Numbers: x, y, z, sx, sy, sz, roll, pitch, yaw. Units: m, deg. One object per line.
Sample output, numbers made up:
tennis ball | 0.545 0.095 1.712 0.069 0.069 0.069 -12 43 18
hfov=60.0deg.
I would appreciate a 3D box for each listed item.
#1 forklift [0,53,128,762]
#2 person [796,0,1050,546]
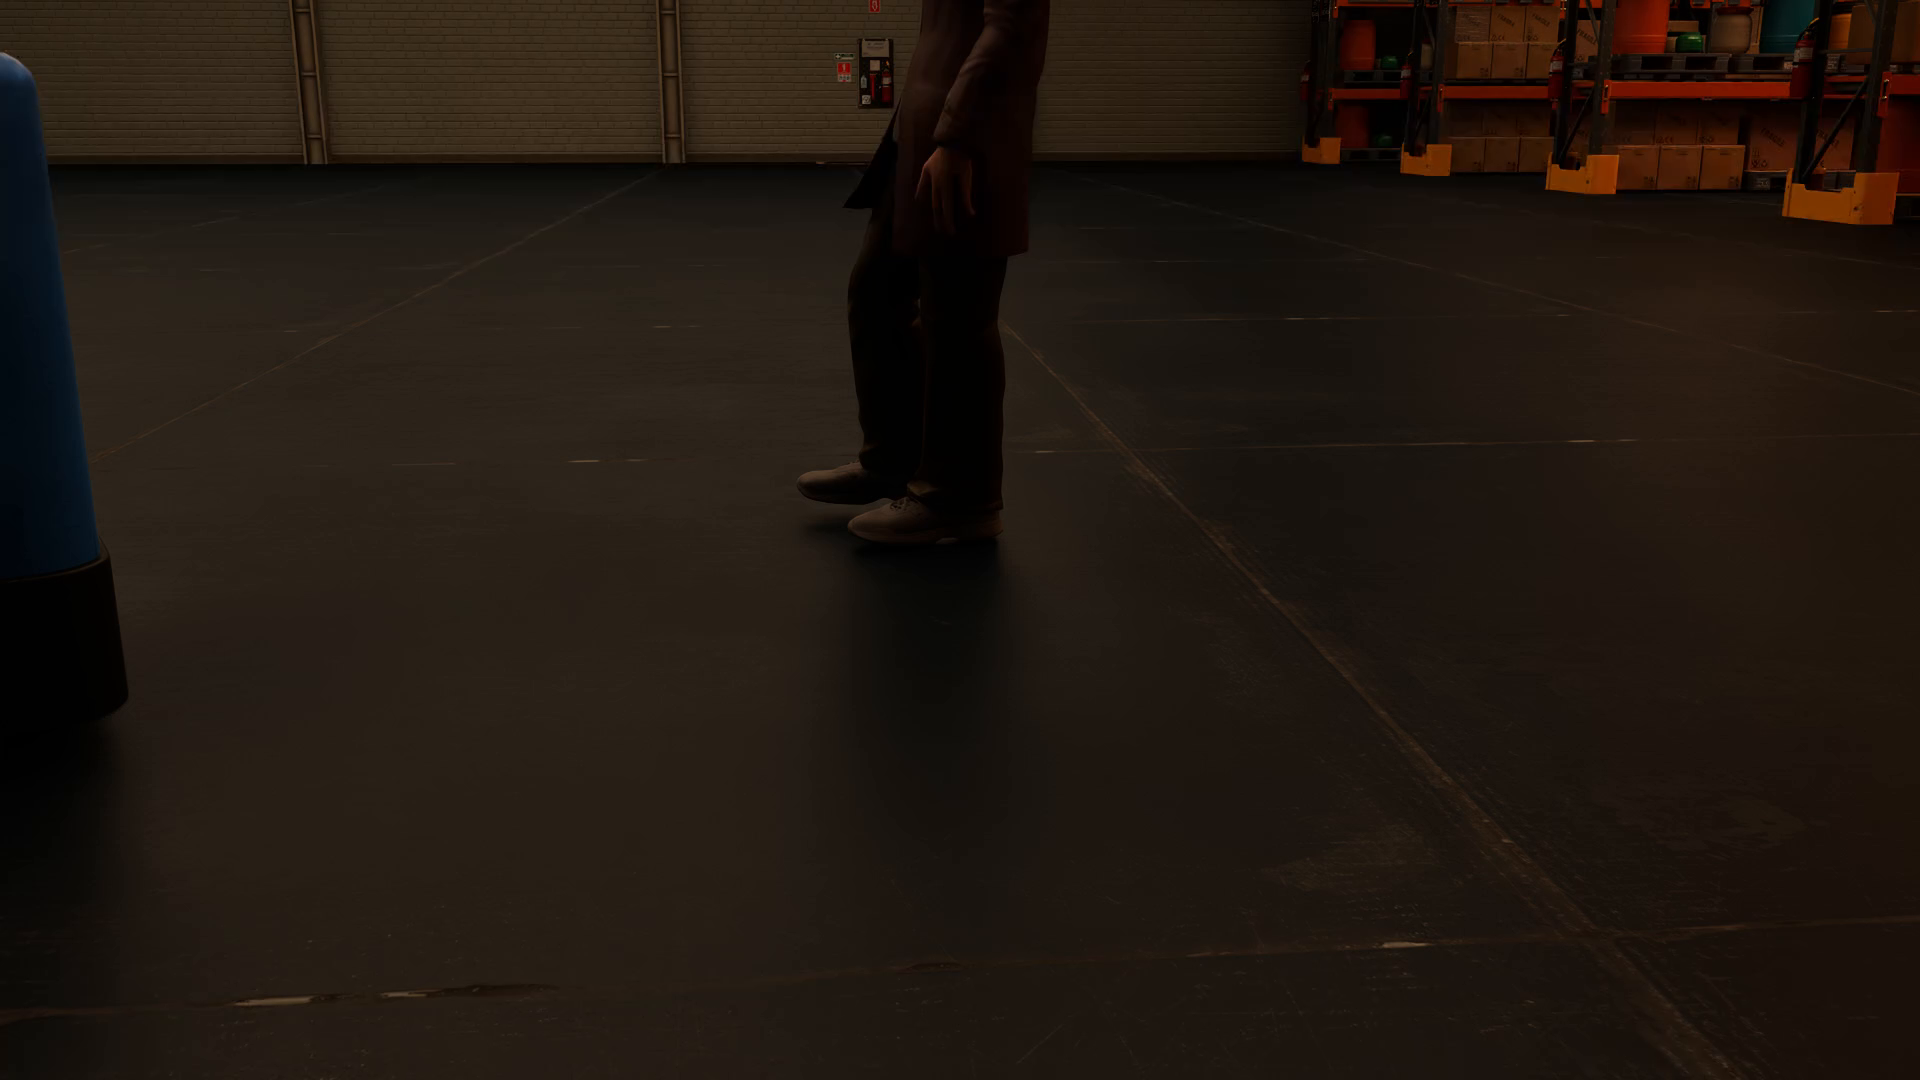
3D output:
forklift | -2.851 -0.979 1.893 3.031 2.935 1.130 -9 17 -31
person | -0.091 -0.865 3.704 0.583 1.774 0.694 -1 15 -5
